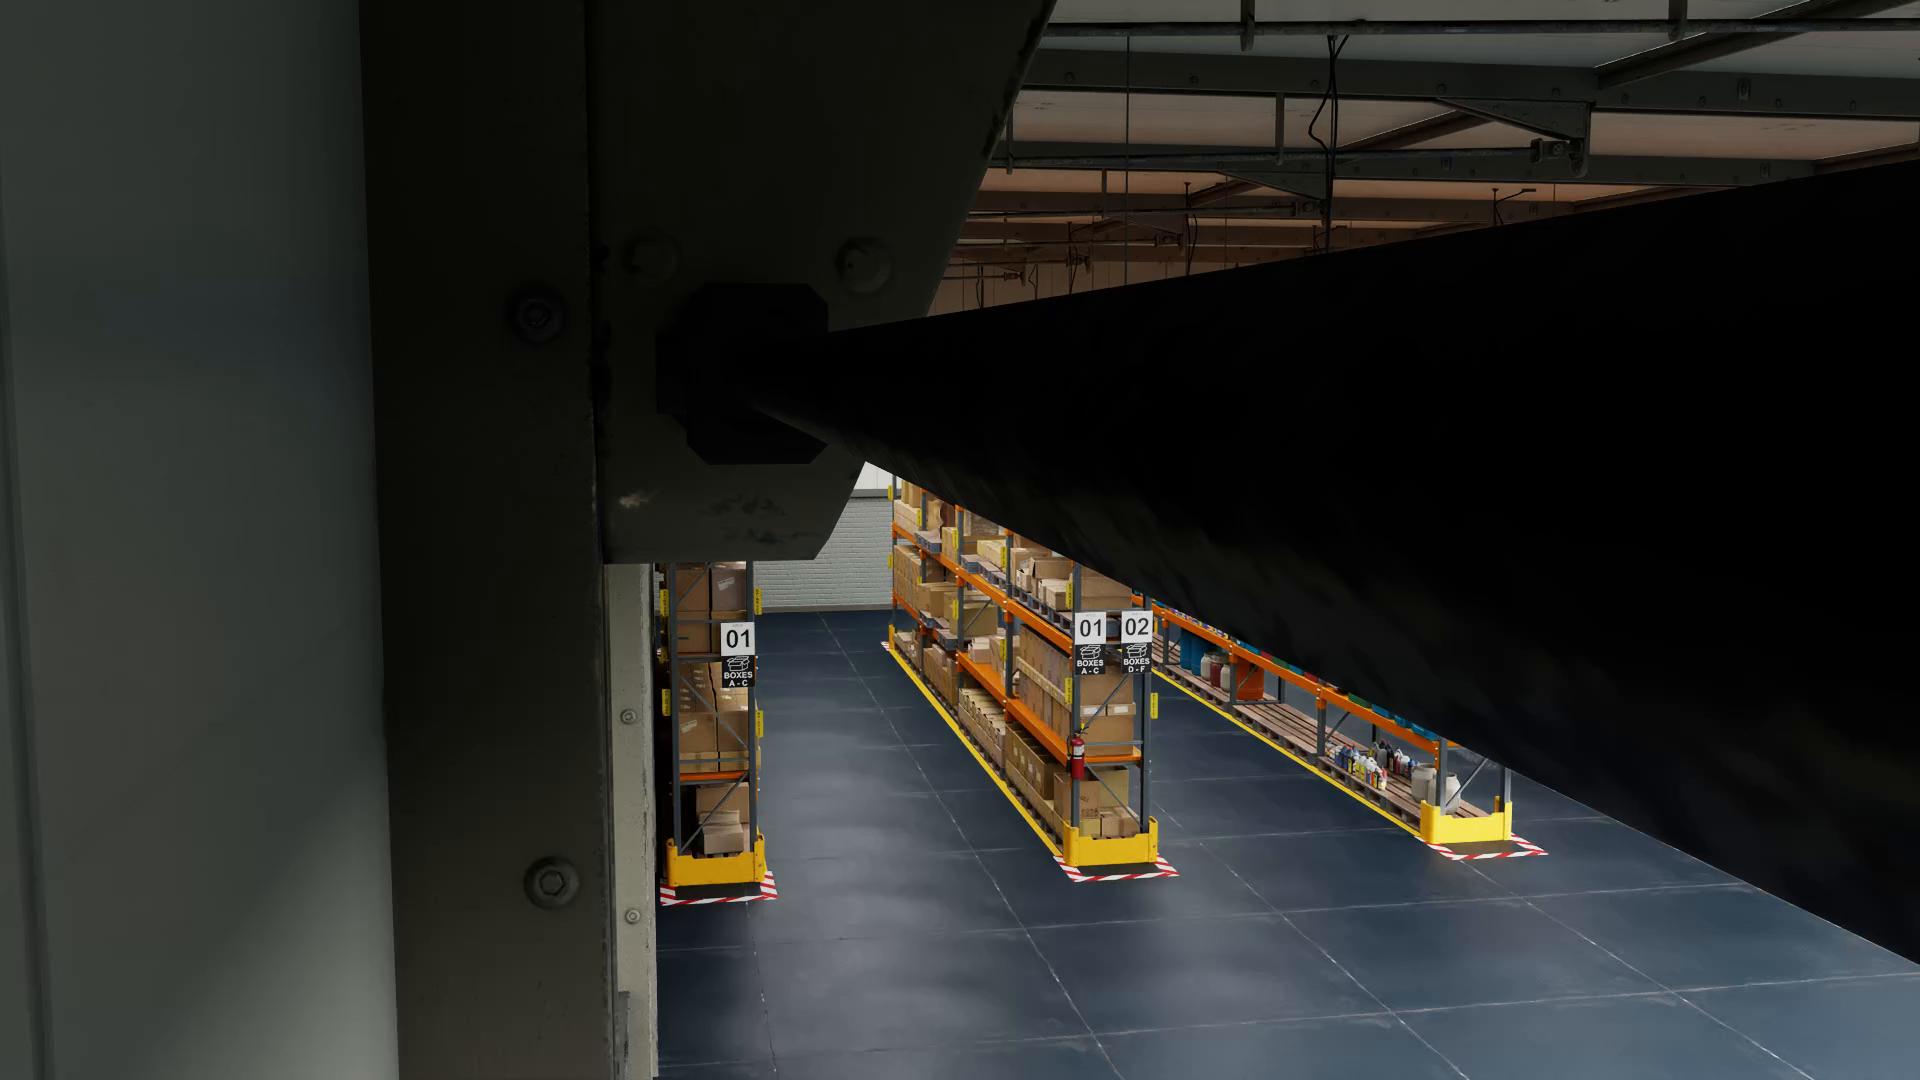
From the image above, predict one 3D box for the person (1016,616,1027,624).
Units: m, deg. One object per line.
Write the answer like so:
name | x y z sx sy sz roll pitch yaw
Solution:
person | 1.366 1.611 35.108 0.692 1.734 0.945 -2 7 -21
